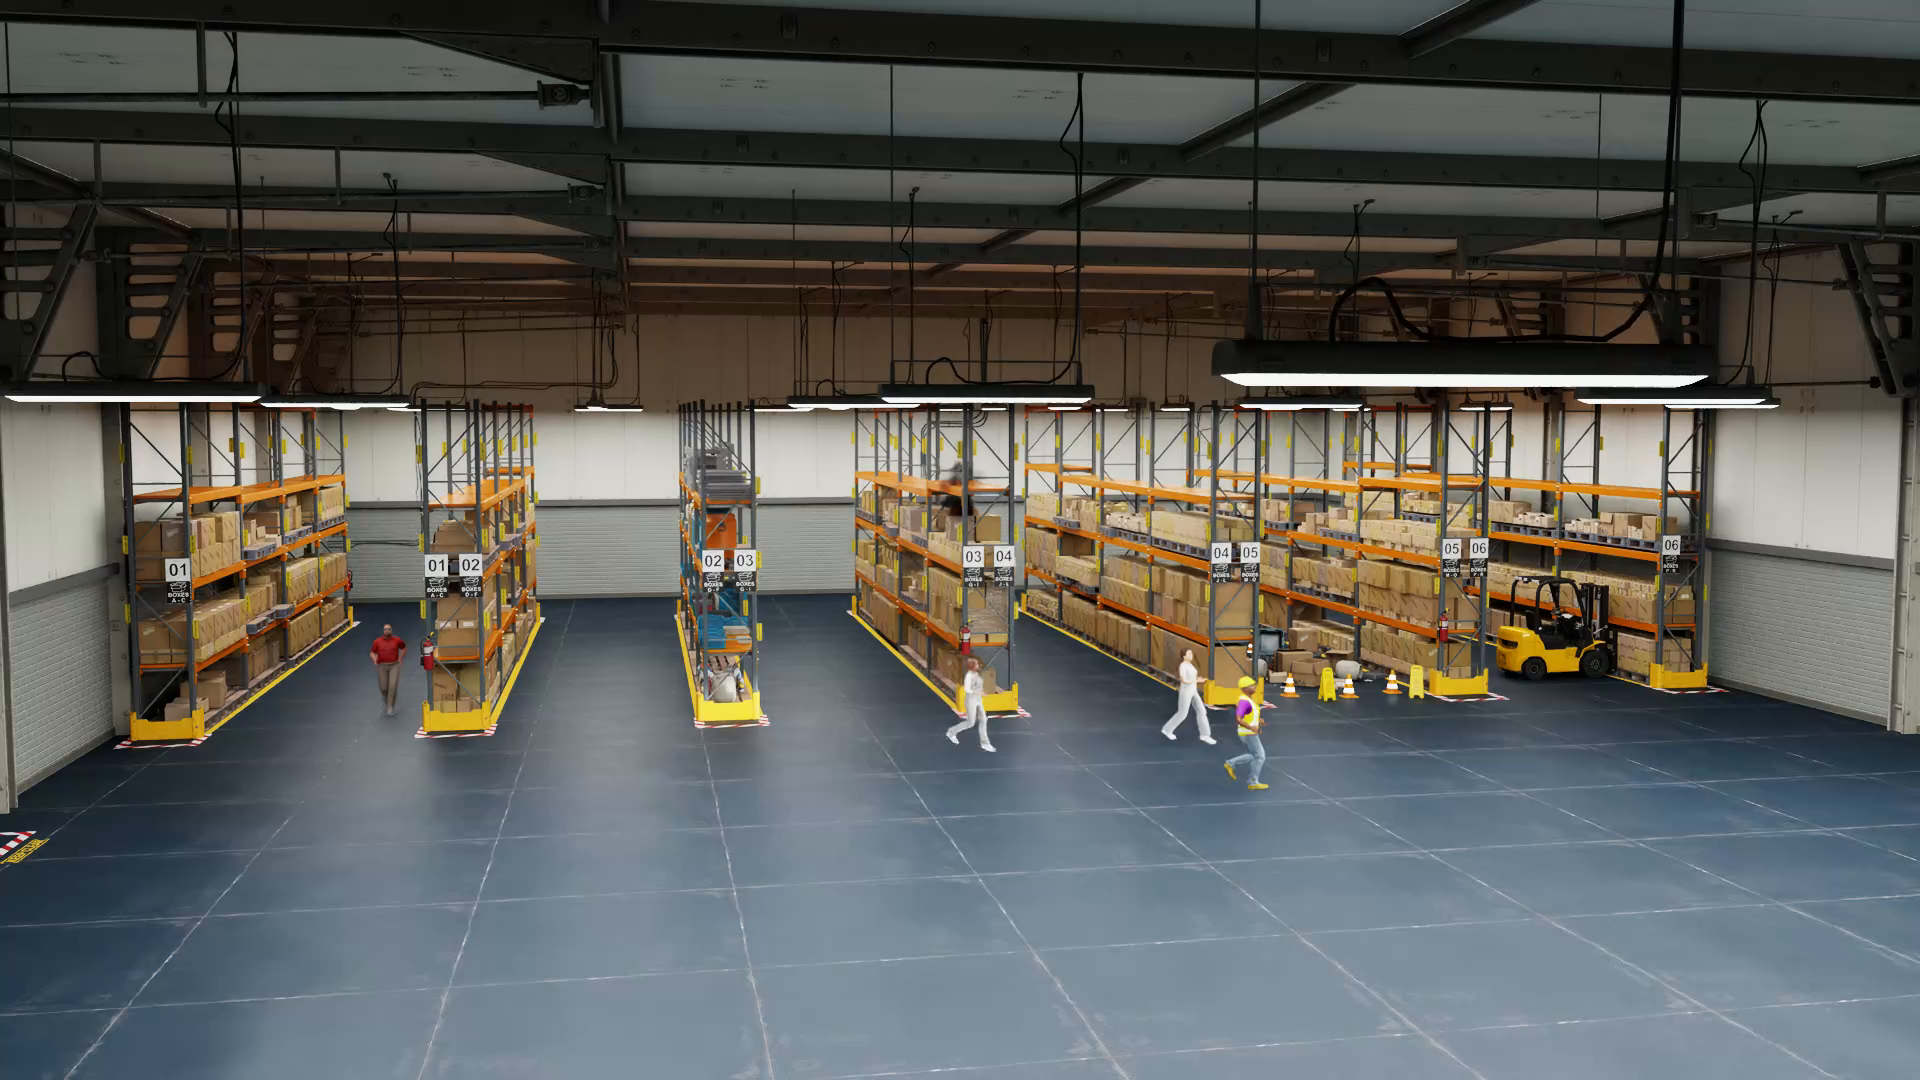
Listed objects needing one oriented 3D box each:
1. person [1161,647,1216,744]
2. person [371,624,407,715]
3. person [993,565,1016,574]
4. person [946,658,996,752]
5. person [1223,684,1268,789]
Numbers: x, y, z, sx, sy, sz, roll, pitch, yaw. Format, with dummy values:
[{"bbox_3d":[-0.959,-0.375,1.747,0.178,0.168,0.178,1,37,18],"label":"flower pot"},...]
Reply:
[{"bbox_3d":[3.997,2.703,28.962,0.957,1.600,0.572,3,5,30],"label":"person"},{"bbox_3d":[-11.001,2.473,32.038,0.663,1.717,0.816,-1,4,-16],"label":"person"},{"bbox_3d":[1.277,1.088,49.483,0.605,1.651,0.729,-2,5,-27],"label":"person"},{"bbox_3d":[0.198,2.795,28.292,0.877,1.594,0.553,1,5,19],"label":"person"},{"bbox_3d":[4.373,2.964,25.419,0.696,1.686,0.704,1,4,13],"label":"person"}]
